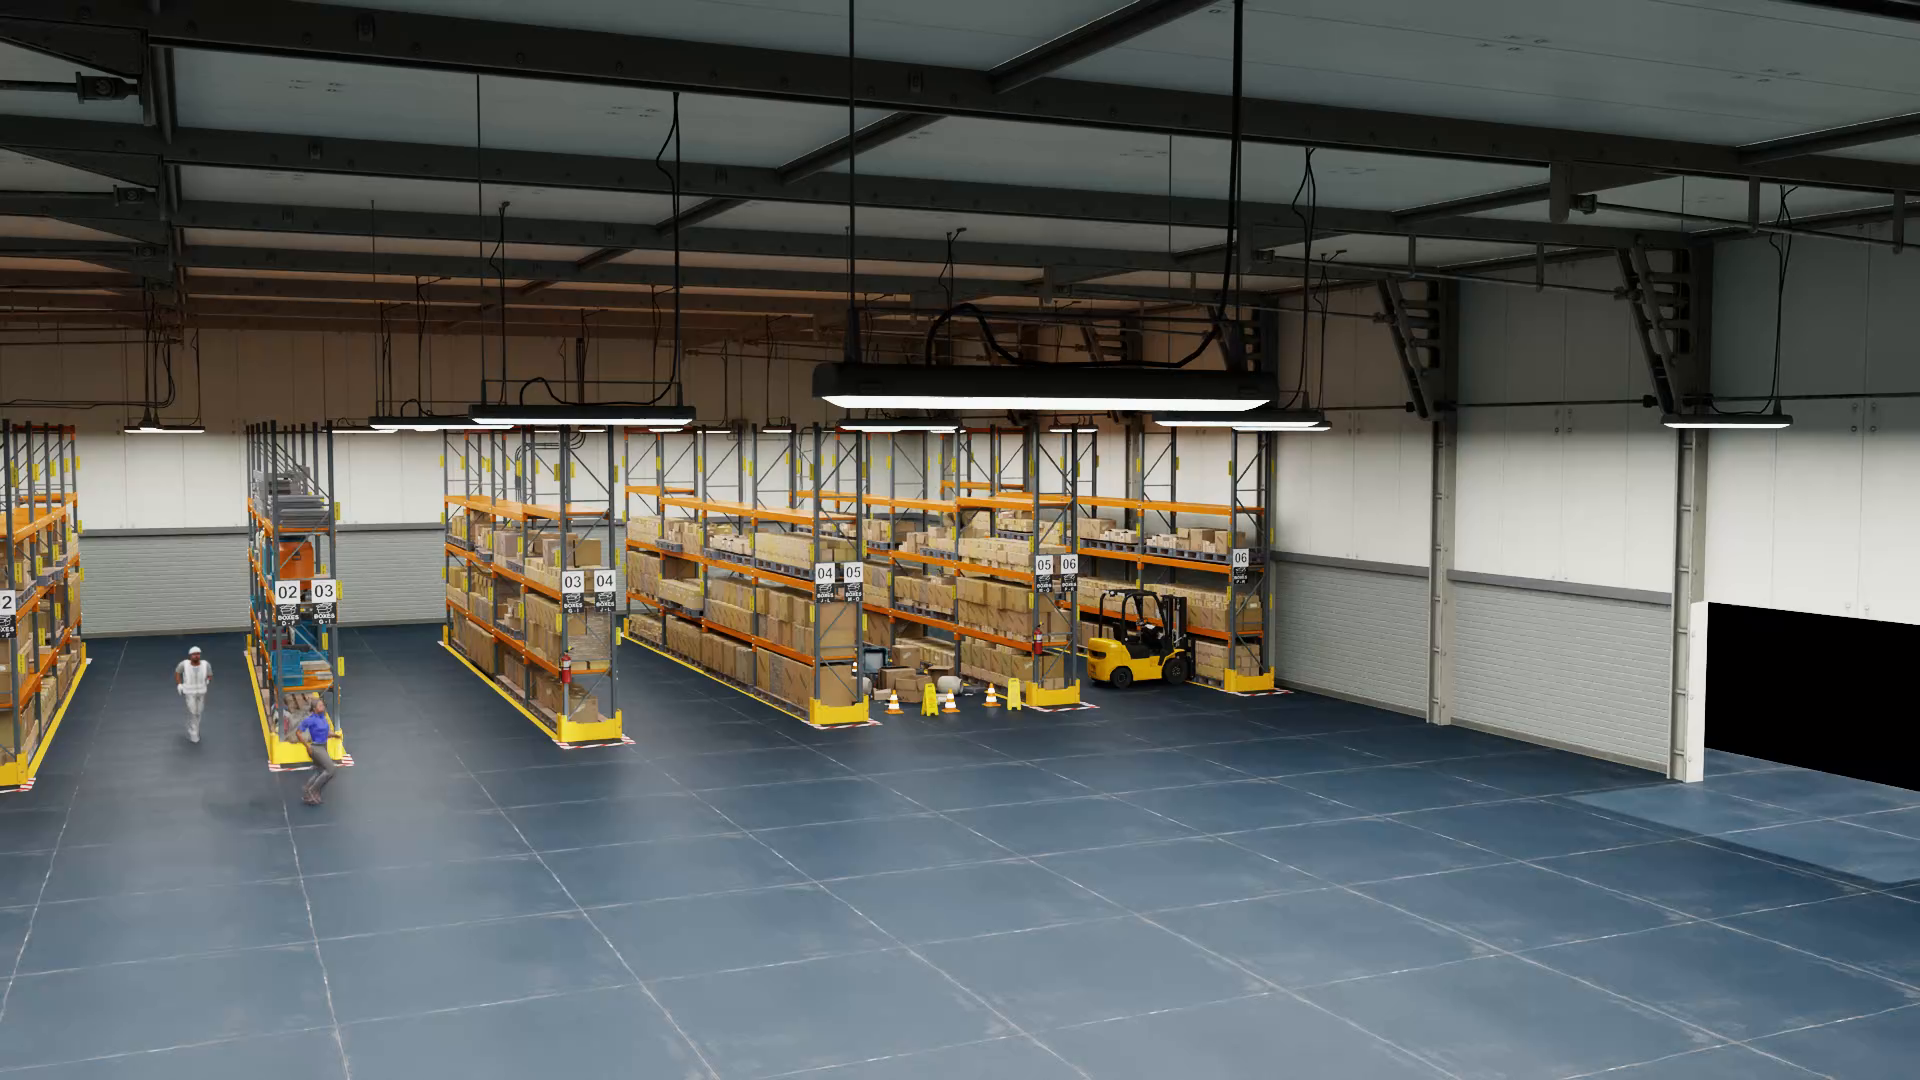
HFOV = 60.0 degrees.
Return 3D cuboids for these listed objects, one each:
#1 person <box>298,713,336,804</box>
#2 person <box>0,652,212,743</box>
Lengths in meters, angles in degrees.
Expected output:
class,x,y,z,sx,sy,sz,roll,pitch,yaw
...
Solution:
class,x,y,z,sx,sy,sz,roll,pitch,yaw
person,-9.958,3.382,25.851,0.593,1.418,0.521,0,4,0
person,-15.215,2.918,29.592,4.071,1.974,2.128,-3,5,-42
